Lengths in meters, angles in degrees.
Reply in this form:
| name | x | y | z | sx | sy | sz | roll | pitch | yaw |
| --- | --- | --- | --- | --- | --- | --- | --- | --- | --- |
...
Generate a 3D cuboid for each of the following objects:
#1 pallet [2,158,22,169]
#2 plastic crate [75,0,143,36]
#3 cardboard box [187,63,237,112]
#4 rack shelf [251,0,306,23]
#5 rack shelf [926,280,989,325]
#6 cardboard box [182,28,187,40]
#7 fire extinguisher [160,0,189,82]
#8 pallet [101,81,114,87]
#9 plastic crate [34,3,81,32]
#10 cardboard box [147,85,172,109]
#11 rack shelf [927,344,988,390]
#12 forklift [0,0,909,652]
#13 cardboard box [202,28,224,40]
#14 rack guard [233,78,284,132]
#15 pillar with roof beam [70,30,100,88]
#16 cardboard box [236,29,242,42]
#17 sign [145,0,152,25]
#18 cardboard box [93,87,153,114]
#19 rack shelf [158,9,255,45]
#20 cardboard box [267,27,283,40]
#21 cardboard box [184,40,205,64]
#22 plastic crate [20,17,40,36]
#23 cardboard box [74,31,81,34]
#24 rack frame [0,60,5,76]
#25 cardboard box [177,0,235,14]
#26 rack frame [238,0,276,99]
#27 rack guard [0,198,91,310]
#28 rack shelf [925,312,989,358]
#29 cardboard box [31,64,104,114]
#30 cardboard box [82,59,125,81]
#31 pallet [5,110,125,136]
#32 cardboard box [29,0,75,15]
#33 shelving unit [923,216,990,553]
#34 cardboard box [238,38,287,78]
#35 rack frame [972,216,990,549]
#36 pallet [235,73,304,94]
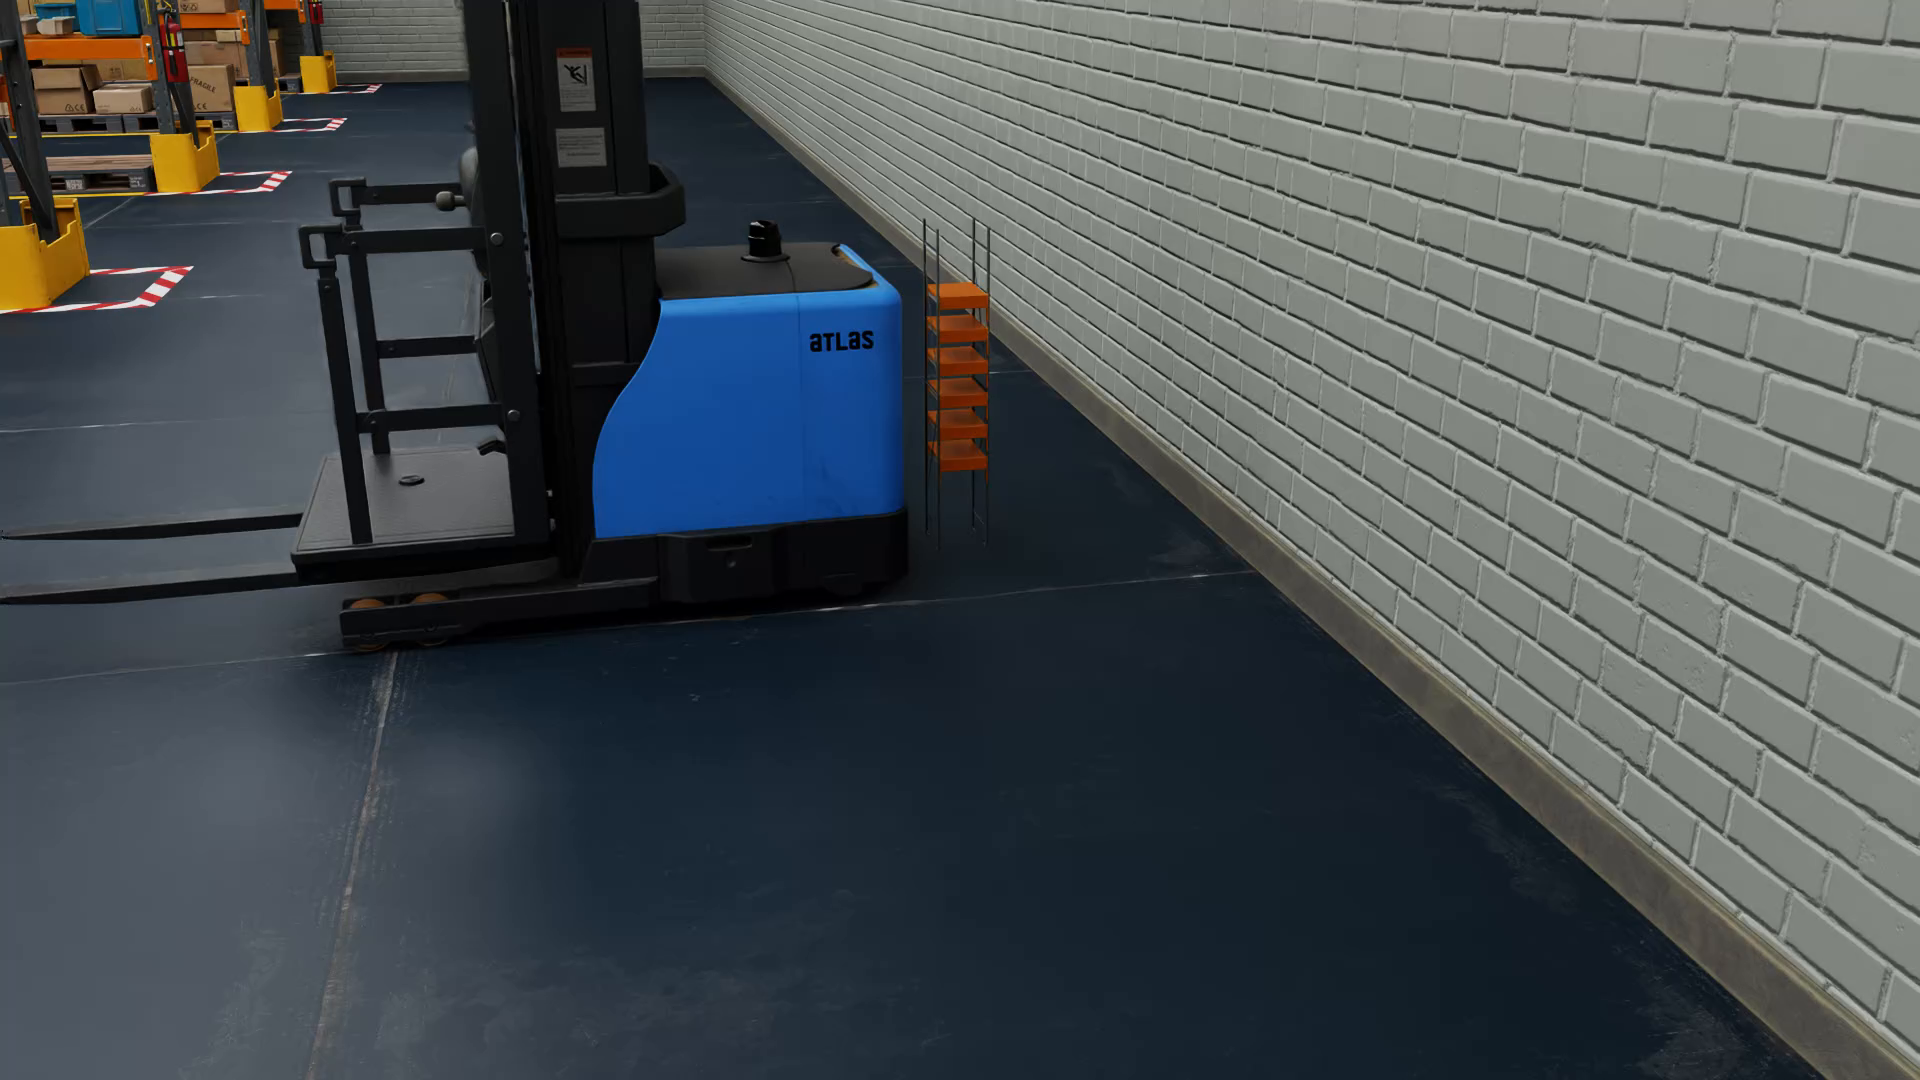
| name | x | y | z | sx | sy | sz | roll | pitch | yaw |
| --- | --- | --- | --- | --- | --- | --- | --- | --- | --- |
| pallet | -9.067 | -3.212 | 14.775 | 1.213 | 0.211 | 1.003 | -5 | 21 | -12 |
| plastic crate | -7.354 | -4.624 | 14.439 | 0.499 | 0.435 | 0.616 | -5 | 21 | -12 |
| cardboard box | -8.679 | -5.234 | 19.237 | 0.500 | 0.500 | 0.500 | -5 | 21 | -12 |
| rack shelf | -11.297 | -7.489 | 23.443 | 4.000 | 0.370 | 1.077 | -5 | 21 | -12 |
| rack shelf | -0.014 | -0.859 | 5.997 | 0.180 | 0.103 | 0.258 | -5 | 21 | -12 |
| cardboard box | -11.166 | -7.200 | 23.689 | 0.250 | 0.149 | 0.380 | -4 | 21 | -12 |
| fire extinguisher | -6.819 | -4.317 | 14.393 | 0.183 | 0.674 | 0.296 | -5 | 21 | -12 |
| pallet | -12.485 | -6.393 | 23.459 | 1.213 | 0.211 | 1.003 | -5 | 21 | -12 |
| plastic crate | -8.027 | -4.657 | 14.822 | 0.300 | 0.233 | 0.416 | -5 | 21 | -12 |
| cardboard box | -9.288 | -5.255 | 19.656 | 0.500 | 0.250 | 0.500 | -5 | 21 | -12 |
| rack shelf | -0.014 | -0.633 | 6.079 | 0.180 | 0.103 | 0.258 | -5 | 21 | -12 |
| forklift | -1.754 | -1.218 | 5.378 | 3.031 | 2.935 | 1.130 | -5 | 21 | -14 |
| cardboard box | -10.669 | -7.241 | 23.801 | 0.250 | 0.149 | 0.380 | -4 | 21 | -12 |
| rack guard | -8.281 | -5.147 | 19.639 | 0.348 | 0.500 | 1.175 | -5 | 21 | -12 |
| pillar with roof beam | -11.770 | -9.389 | 18.863 | 0.400 | 9.000 | 9.100 | -5 | 21 | -12 |
| cardboard box | -10.092 | -7.153 | 23.560 | 0.250 | 0.149 | 0.380 | -5 | 21 | -13 |
| sign | -6.928 | -4.562 | 14.171 | 0.005 | 0.325 | 0.100 | -5 | 21 | -12 |
| cardboard box | -9.611 | -5.052 | 19.102 | 0.500 | 0.250 | 0.500 | -5 | 21 | -12 |
| rack shelf | -10.153 | -5.831 | 18.917 | 4.000 | 0.370 | 1.077 | -5 | 21 | -12 |
| cardboard box | -9.933 | -7.301 | 23.965 | 0.250 | 0.149 | 0.380 | -5 | 21 | -12 |
| cardboard box | -10.985 | -6.840 | 23.649 | 0.500 | 0.500 | 0.700 | -5 | 21 | -14 |
| plastic crate | -8.108 | -4.430 | 14.342 | 0.243 | 0.136 | 0.396 | -5 | 21 | -12 |
| cardboard box | -12.116 | -6.987 | 23.108 | 0.250 | 0.149 | 0.380 | -4 | 20 | -11 |
| rack frame | -13.243 | -7.668 | 22.887 | 0.127 | 3.000 | 1.000 | -5 | 21 | -12 |
| cardboard box | -8.580 | -6.247 | 18.863 | 0.500 | 0.500 | 0.500 | -4 | 20 | -11 |
| rack frame | -8.207 | -6.327 | 19.225 | 0.127 | 3.000 | 1.000 | -5 | 21 | -12 |
| rack guard | -5.908 | -1.839 | 10.608 | 0.348 | 0.500 | 1.175 | -5 | 21 | -12 |
| rack shelf | -0.014 | -0.746 | 6.038 | 0.180 | 0.103 | 0.258 | -5 | 21 | -12 |
| cardboard box | -10.272 | -5.195 | 19.126 | 0.637 | 0.503 | 0.797 | -5 | 21 | -12 |
| cardboard box | -12.002 | -6.755 | 23.418 | 0.500 | 0.500 | 0.700 | -5 | 21 | -13 |
| pallet | -10.241 | -4.853 | 19.255 | 1.213 | 0.211 | 1.003 | -5 | 21 | -12 |
| cardboard box | -10.061 | -6.128 | 18.536 | 0.500 | 0.500 | 0.500 | -5 | 21 | -13 |
| shelving unit | -0.014 | -0.562 | 6.105 | 0.189 | 1.200 | 0.258 | -5 | 21 | -12 |
| cardboard box | -10.009 | -6.919 | 23.866 | 0.500 | 0.500 | 0.700 | -5 | 21 | -12 |
| rack frame | 0.075 | -0.569 | 6.125 | 0.006 | 1.200 | 0.240 | -5 | 21 | -12 |
| pallet | -10.111 | -6.586 | 23.987 | 1.213 | 0.211 | 1.003 | -5 | 21 | -12 |
